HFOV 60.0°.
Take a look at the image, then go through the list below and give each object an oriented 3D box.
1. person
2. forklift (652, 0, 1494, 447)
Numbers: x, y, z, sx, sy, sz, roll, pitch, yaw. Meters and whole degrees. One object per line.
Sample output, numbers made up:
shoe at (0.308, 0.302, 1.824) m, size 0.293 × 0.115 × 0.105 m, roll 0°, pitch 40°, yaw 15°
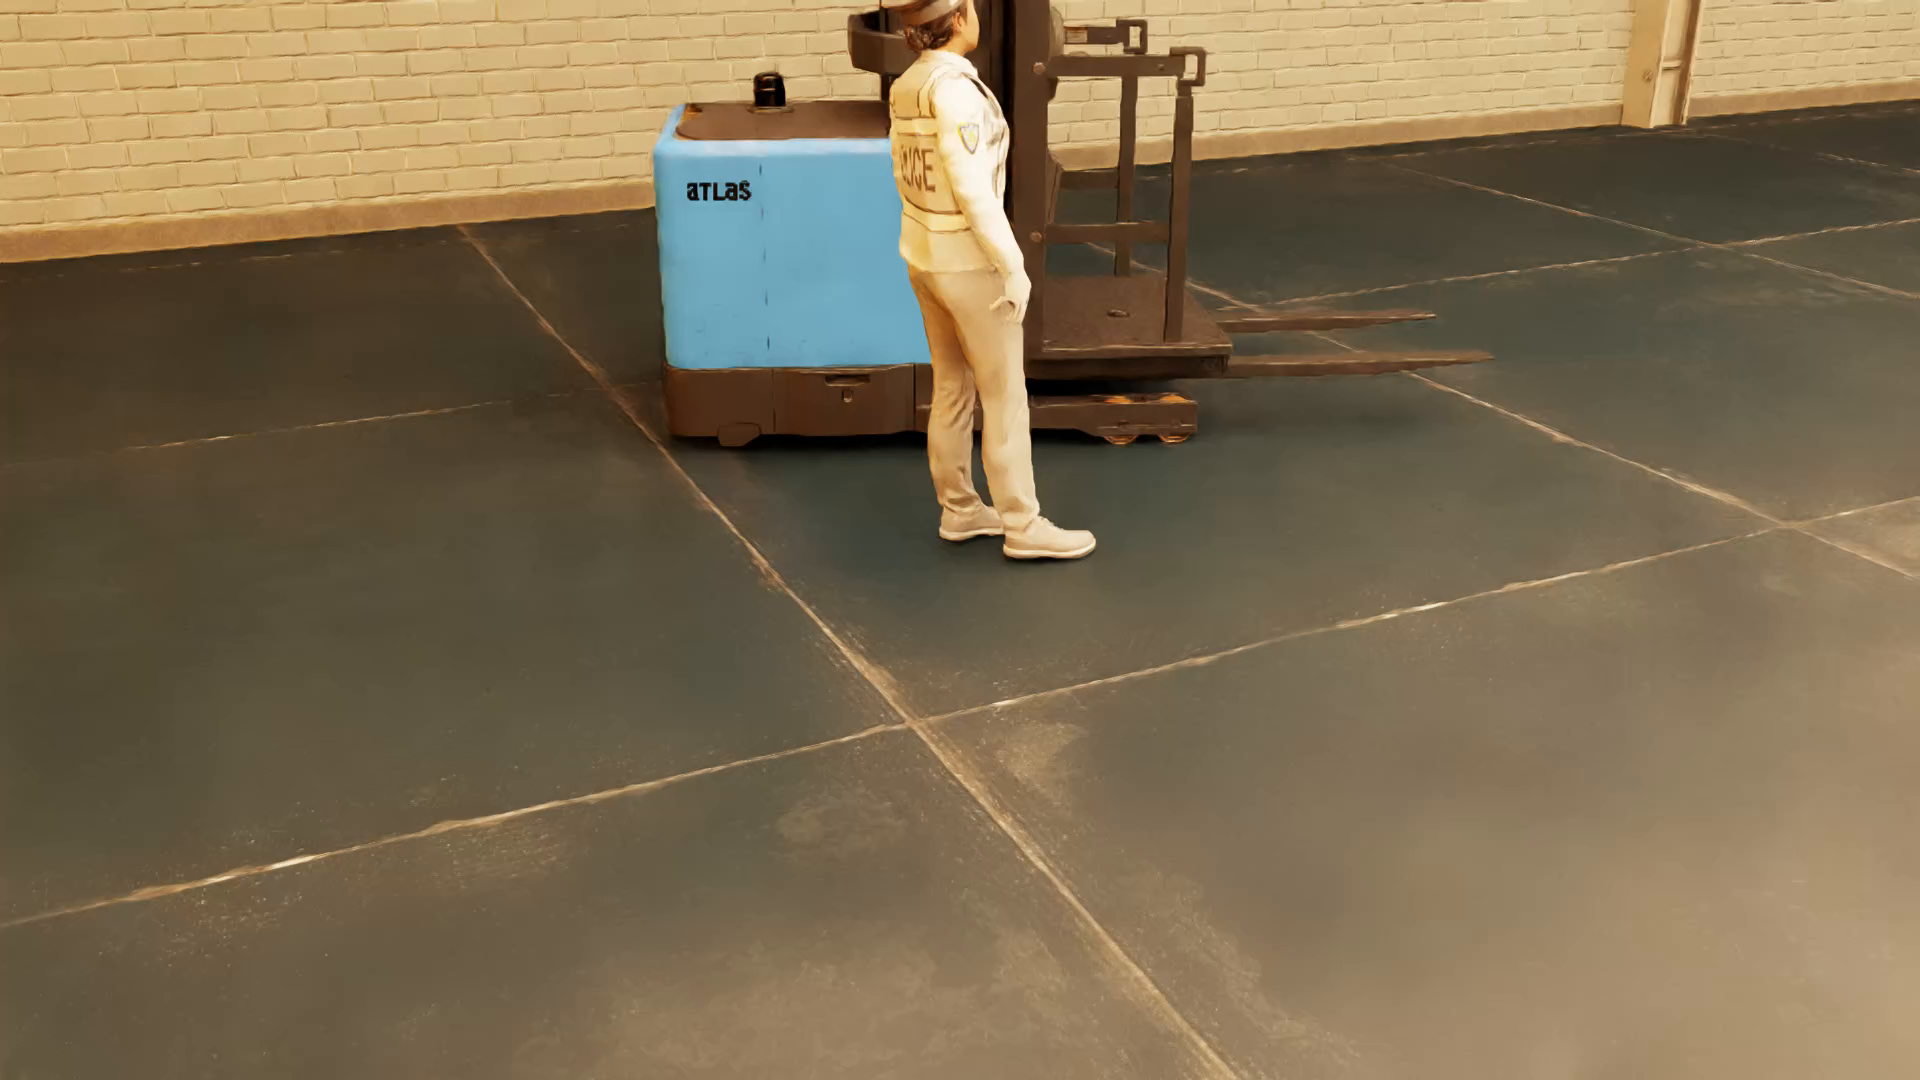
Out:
person at (0.064, -0.798, 4.799) m, size 0.532 × 1.695 × 0.586 m, roll -10°, pitch 25°, yaw -23°
forklift at (0.438, -1.896, 5.850) m, size 3.031 × 2.935 × 1.130 m, roll -2°, pitch 23°, yaw -5°
